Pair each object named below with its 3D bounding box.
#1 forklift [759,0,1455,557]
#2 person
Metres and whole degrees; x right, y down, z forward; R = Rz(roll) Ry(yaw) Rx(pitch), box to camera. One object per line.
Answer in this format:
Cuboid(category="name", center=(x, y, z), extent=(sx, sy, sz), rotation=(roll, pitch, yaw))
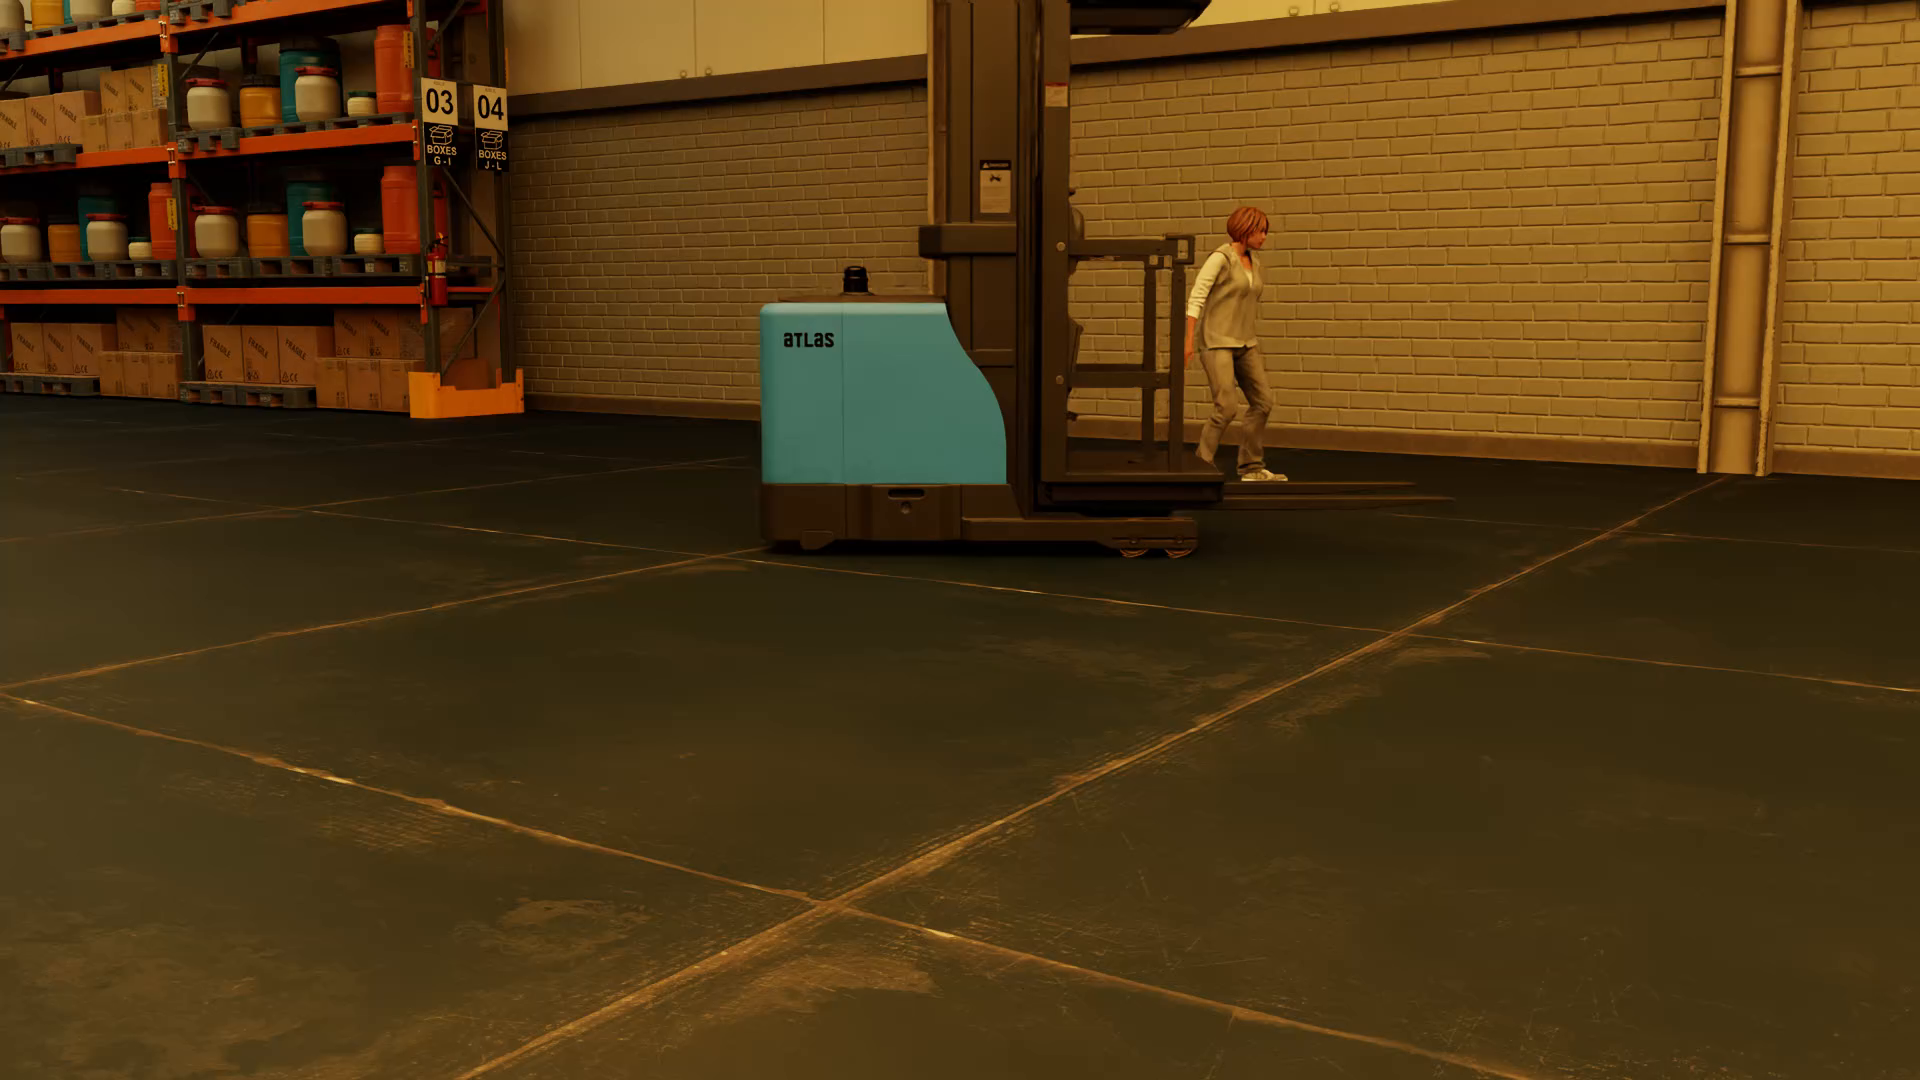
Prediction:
Cuboid(category="forklift", center=(0.647, -1.453, 7.413), extent=(3.031, 2.935, 1.130), rotation=(0, 8, 0))
Cuboid(category="person", center=(1.519, -1.057, 9.264), extent=(0.726, 1.561, 0.385), rotation=(-8, 11, -44))
